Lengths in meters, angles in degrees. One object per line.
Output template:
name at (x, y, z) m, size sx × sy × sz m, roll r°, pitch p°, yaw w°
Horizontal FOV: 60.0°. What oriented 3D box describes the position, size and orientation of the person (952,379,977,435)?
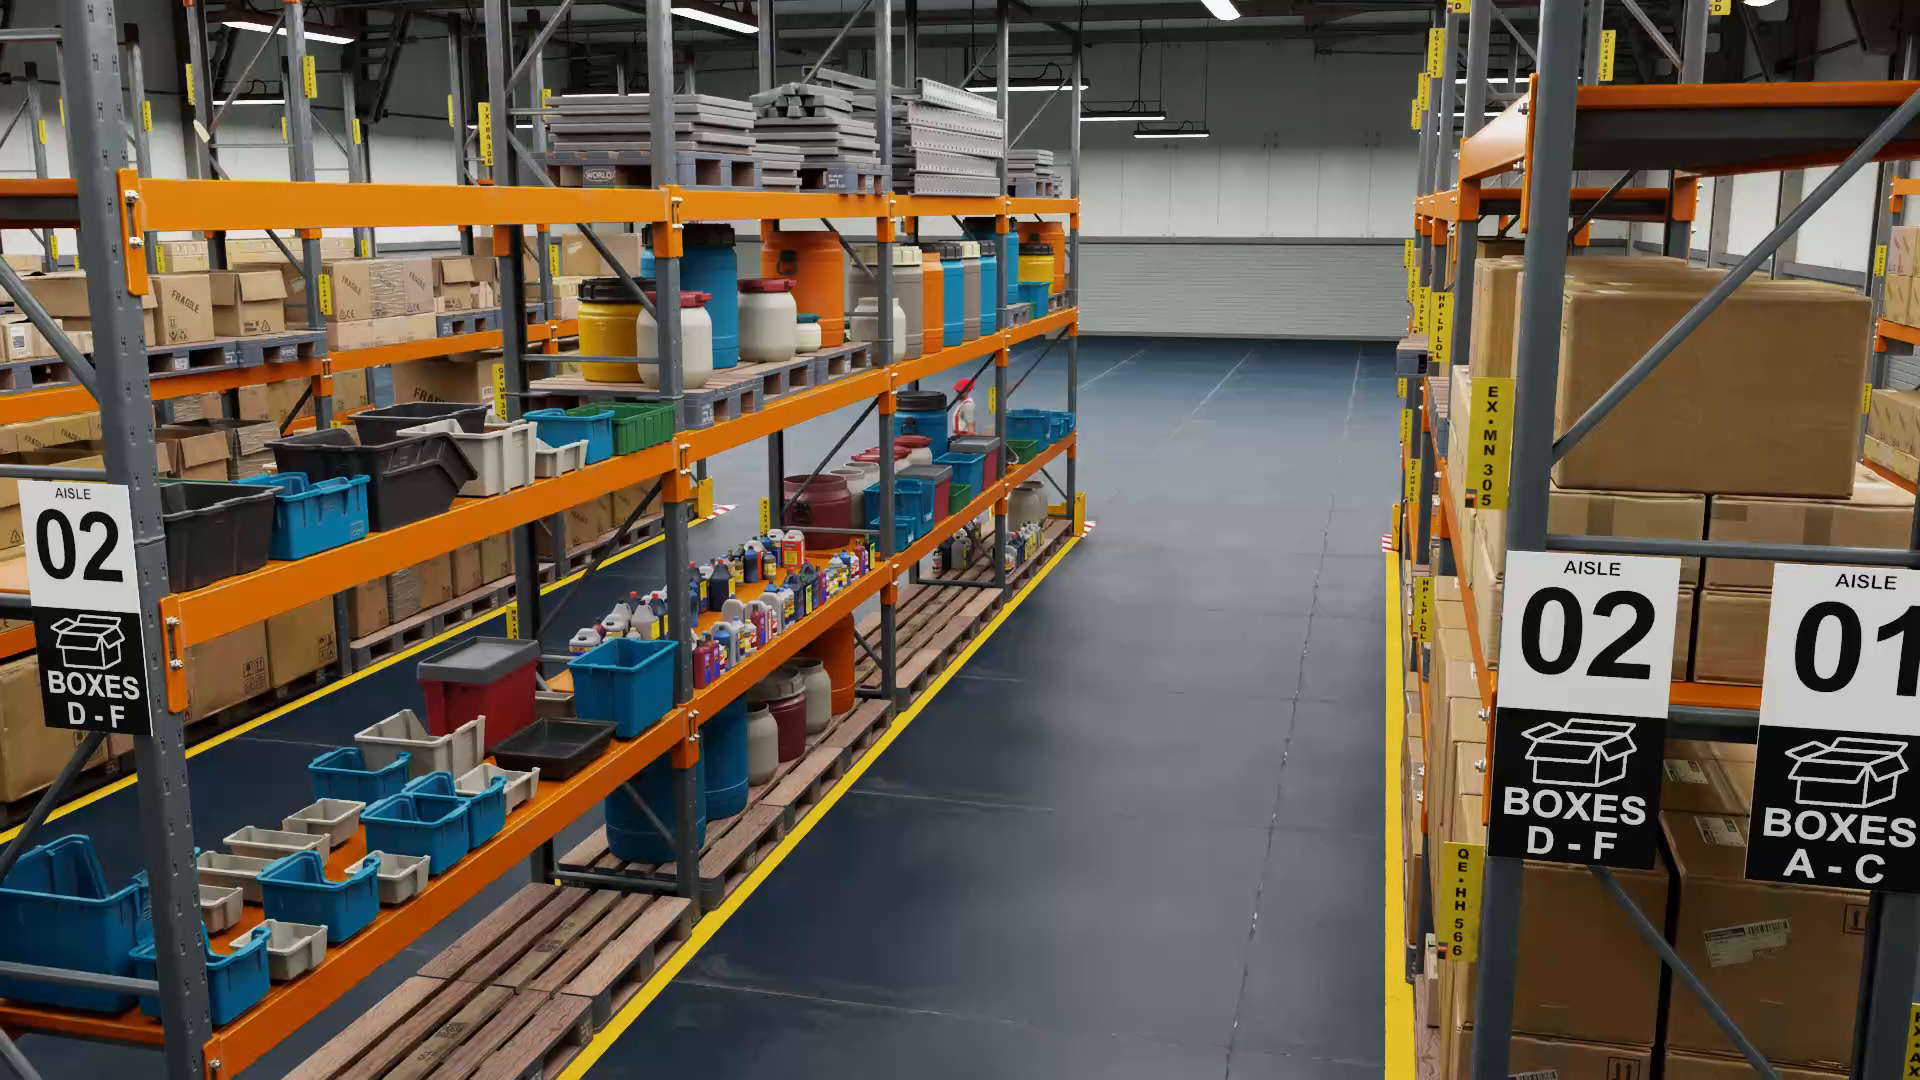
person at (0.031, -1.246, 22.155) m, size 0.541 × 1.824 × 0.659 m, roll 0°, pitch 11°, yaw -1°
